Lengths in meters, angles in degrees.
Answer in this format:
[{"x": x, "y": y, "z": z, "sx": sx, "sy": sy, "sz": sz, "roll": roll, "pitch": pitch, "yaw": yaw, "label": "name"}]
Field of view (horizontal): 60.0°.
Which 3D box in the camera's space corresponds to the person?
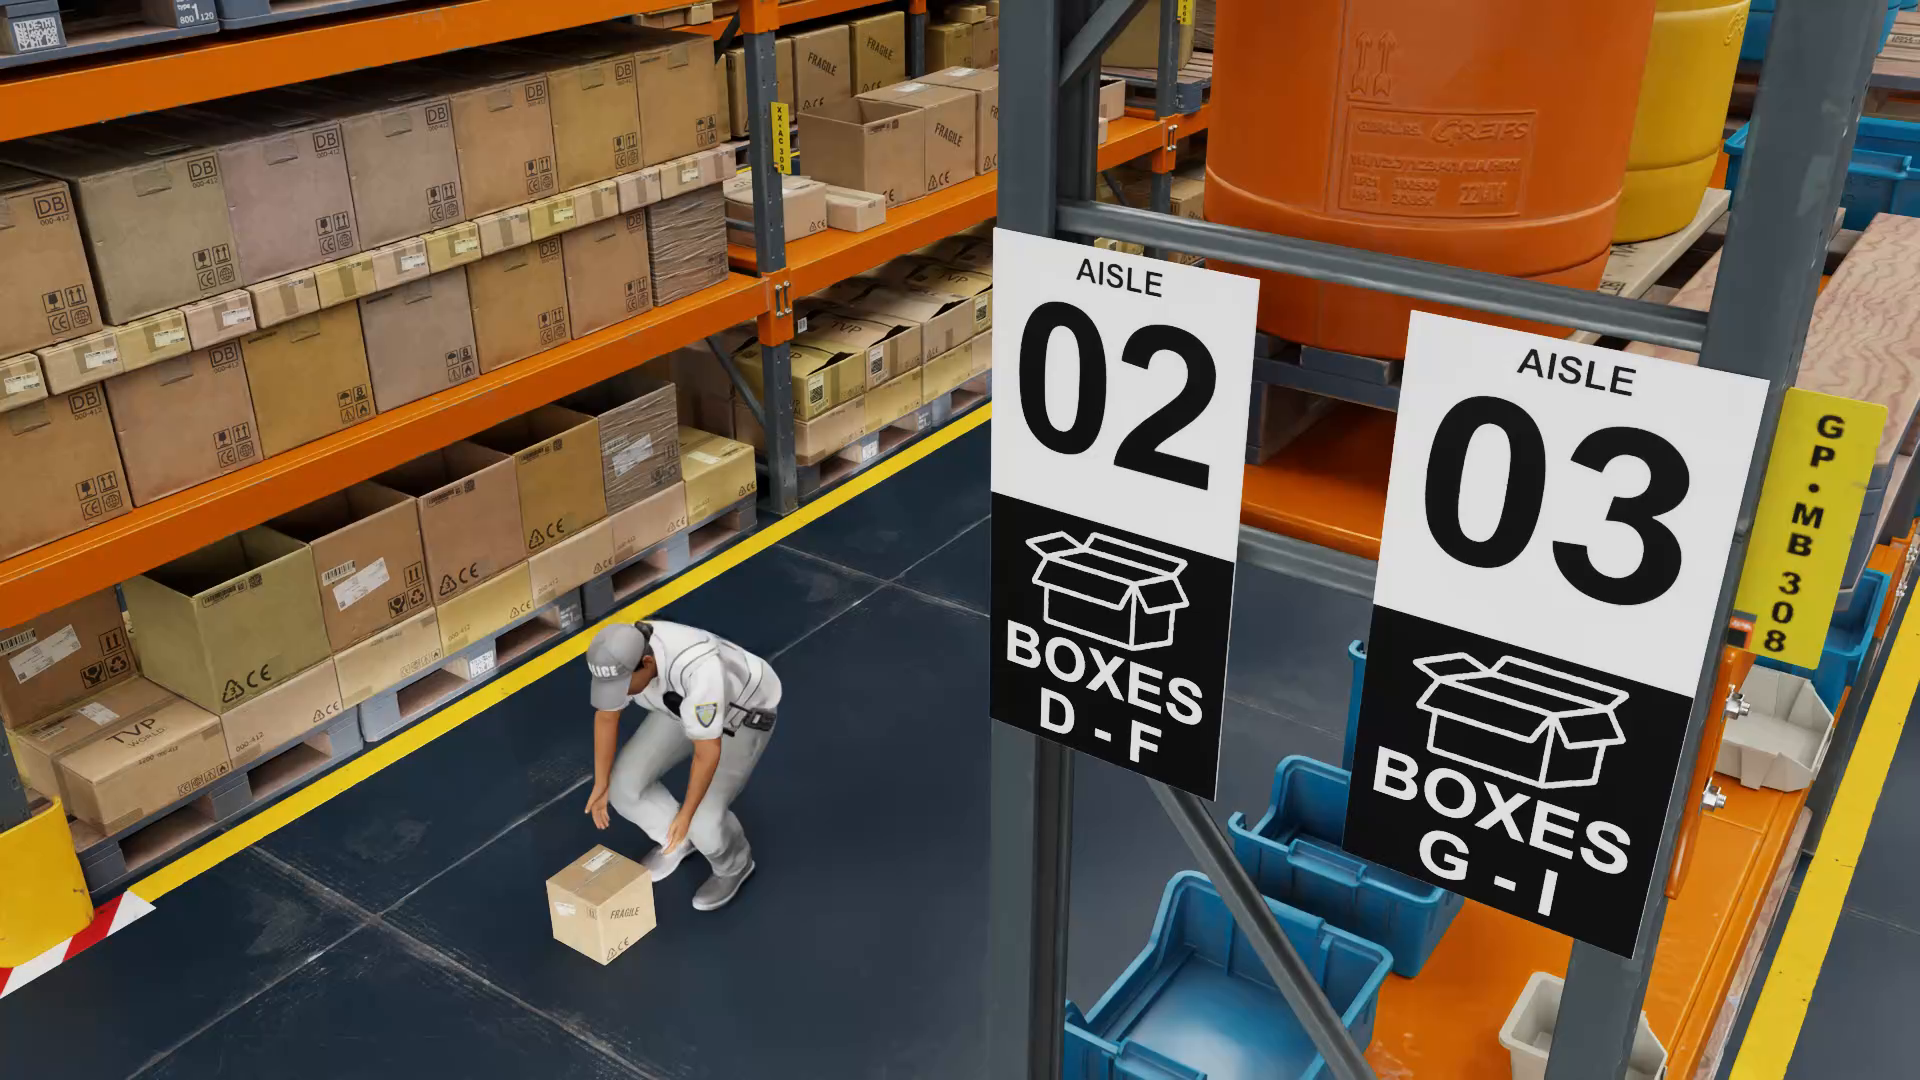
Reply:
[{"x": -0.948, "y": 0.706, "z": 5.747, "sx": 0.535, "sy": 1.207, "sz": 0.806, "roll": 17, "pitch": 32, "yaw": 30, "label": "person"}]
